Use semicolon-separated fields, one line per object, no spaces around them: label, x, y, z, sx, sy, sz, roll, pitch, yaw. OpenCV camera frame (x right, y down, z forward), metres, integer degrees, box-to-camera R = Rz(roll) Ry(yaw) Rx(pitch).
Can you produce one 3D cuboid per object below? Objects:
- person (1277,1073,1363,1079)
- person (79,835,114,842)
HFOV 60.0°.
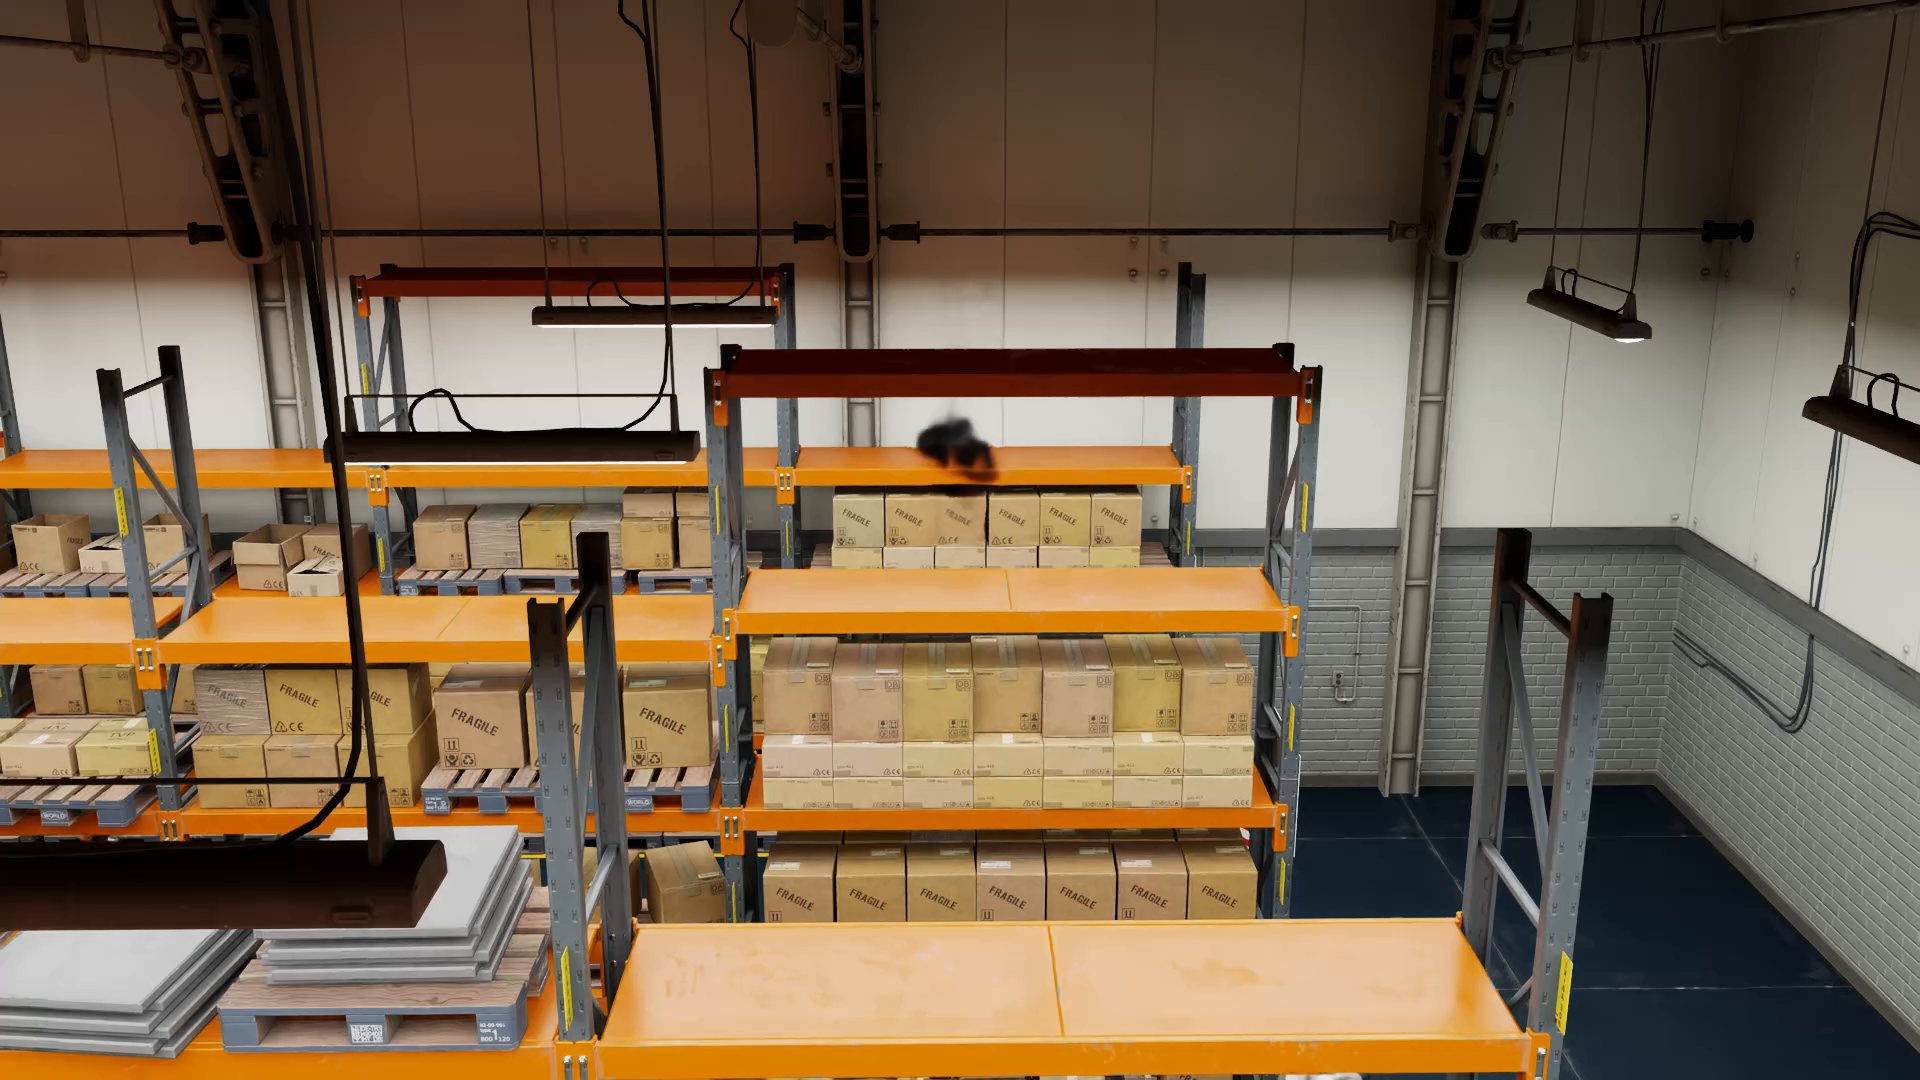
person;2.418;4.094;11.421;0.740;1.774;0.657;-13;21;-39
person;-7.510;3.197;14.701;0.661;1.676;0.625;-2;16;-7
